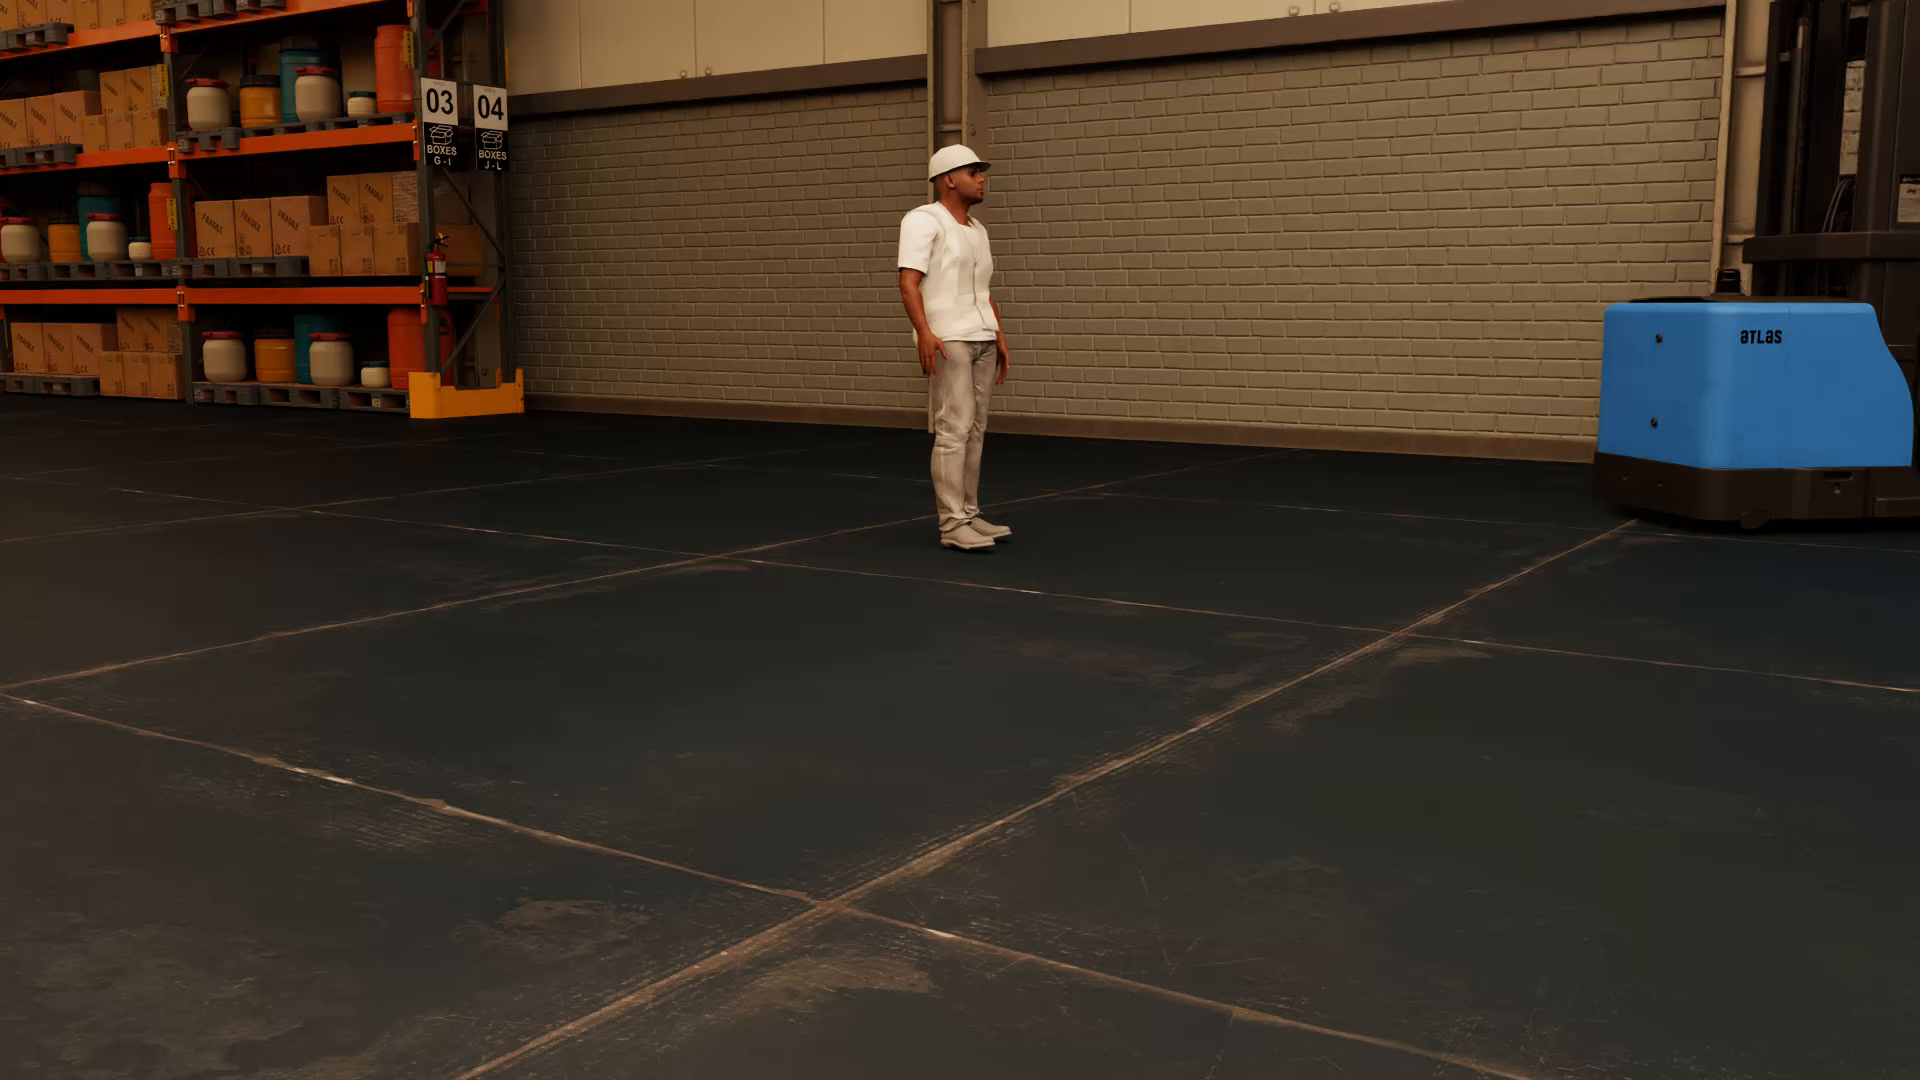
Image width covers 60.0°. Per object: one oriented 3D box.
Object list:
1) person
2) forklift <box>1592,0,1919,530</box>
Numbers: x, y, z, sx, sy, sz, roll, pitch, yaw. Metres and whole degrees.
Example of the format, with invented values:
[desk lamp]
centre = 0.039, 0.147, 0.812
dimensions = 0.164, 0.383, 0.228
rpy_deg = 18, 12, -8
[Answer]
[person]
centre = 0.054, -0.875, 7.435
dimensions = 0.577, 1.765, 0.666
rpy_deg = 5, 10, 34
[forklift]
centre = 4.850, -1.575, 8.267
dimensions = 3.031, 2.935, 1.130
rpy_deg = -1, 8, -10
